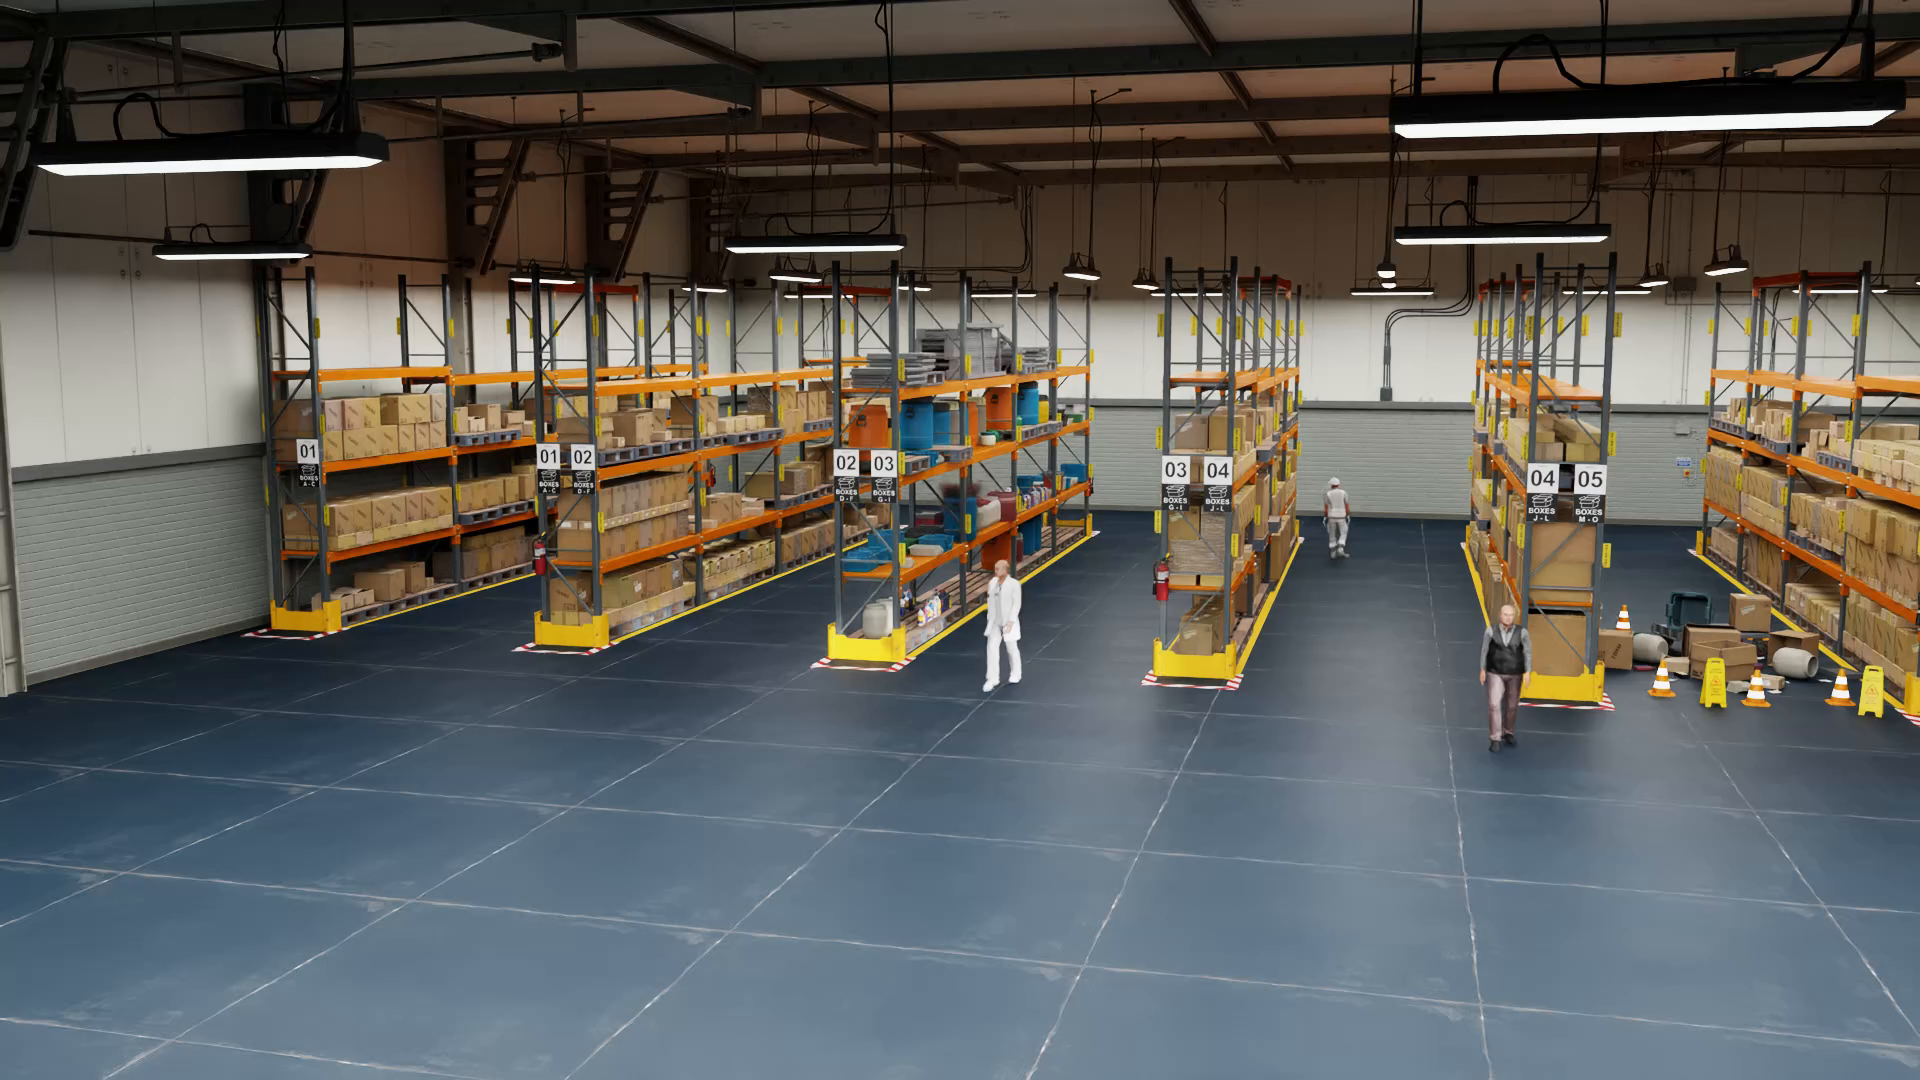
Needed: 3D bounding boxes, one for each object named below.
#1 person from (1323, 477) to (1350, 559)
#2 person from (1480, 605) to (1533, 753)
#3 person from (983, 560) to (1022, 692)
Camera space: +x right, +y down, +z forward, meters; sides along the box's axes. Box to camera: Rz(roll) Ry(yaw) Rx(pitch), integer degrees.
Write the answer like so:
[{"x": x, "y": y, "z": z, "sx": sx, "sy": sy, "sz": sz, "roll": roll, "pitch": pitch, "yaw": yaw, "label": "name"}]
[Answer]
[{"x": 8.195, "y": -0.465, "z": 36.177, "sx": 0.571, "sy": 1.788, "sz": 0.517, "roll": 1, "pitch": 7, "yaw": 10, "label": "person"}, {"x": 6.541, "y": 1.644, "z": 19.919, "sx": 0.589, "sy": 1.752, "sz": 0.650, "roll": 2, "pitch": 8, "yaw": 16, "label": "person"}, {"x": 0.568, "y": 1.182, "z": 23.336, "sx": 0.616, "sy": 1.776, "sz": 0.882, "roll": 4, "pitch": 8, "yaw": 31, "label": "person"}]
